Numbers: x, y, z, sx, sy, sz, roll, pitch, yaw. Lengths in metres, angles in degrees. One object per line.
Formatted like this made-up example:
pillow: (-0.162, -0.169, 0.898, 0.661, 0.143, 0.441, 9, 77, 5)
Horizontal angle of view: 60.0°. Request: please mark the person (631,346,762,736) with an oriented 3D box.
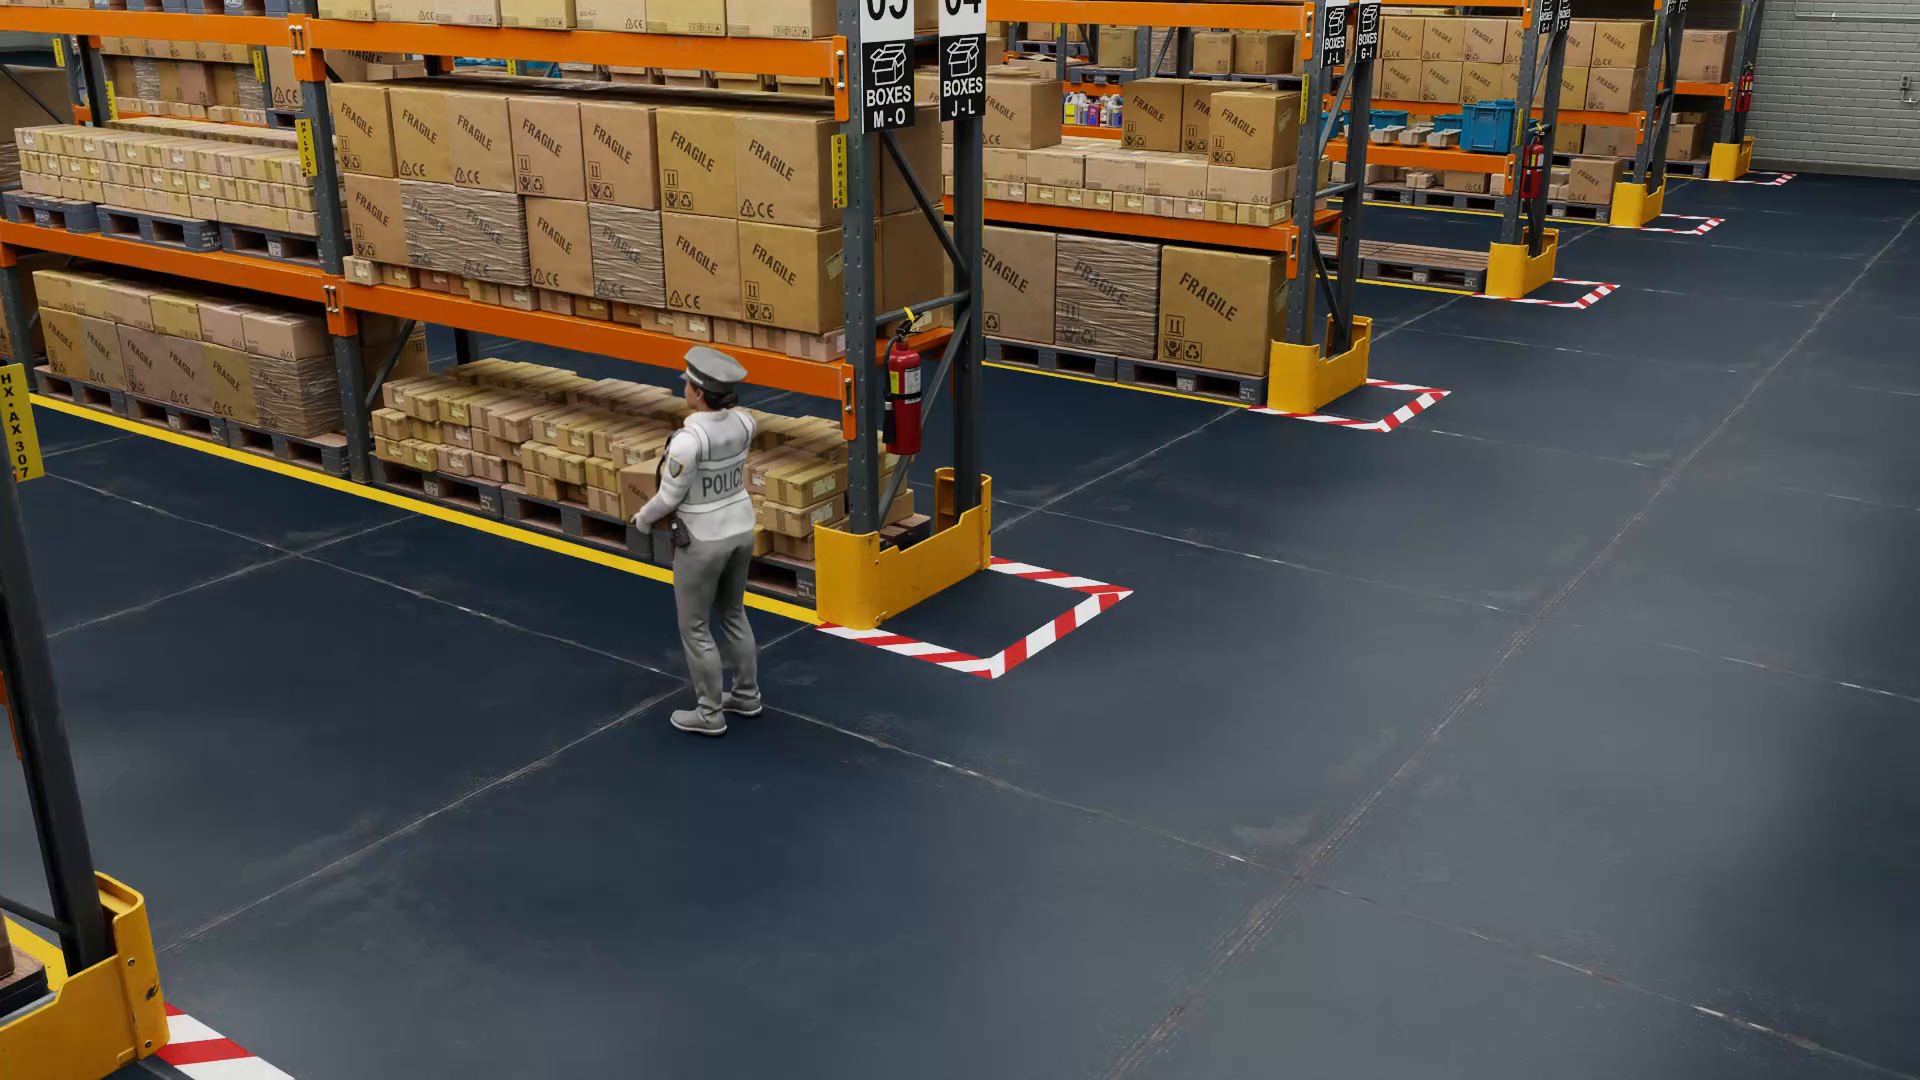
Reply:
person: (-1.105, -0.010, 7.070, 0.540, 1.689, 0.460, 13, 24, 33)
